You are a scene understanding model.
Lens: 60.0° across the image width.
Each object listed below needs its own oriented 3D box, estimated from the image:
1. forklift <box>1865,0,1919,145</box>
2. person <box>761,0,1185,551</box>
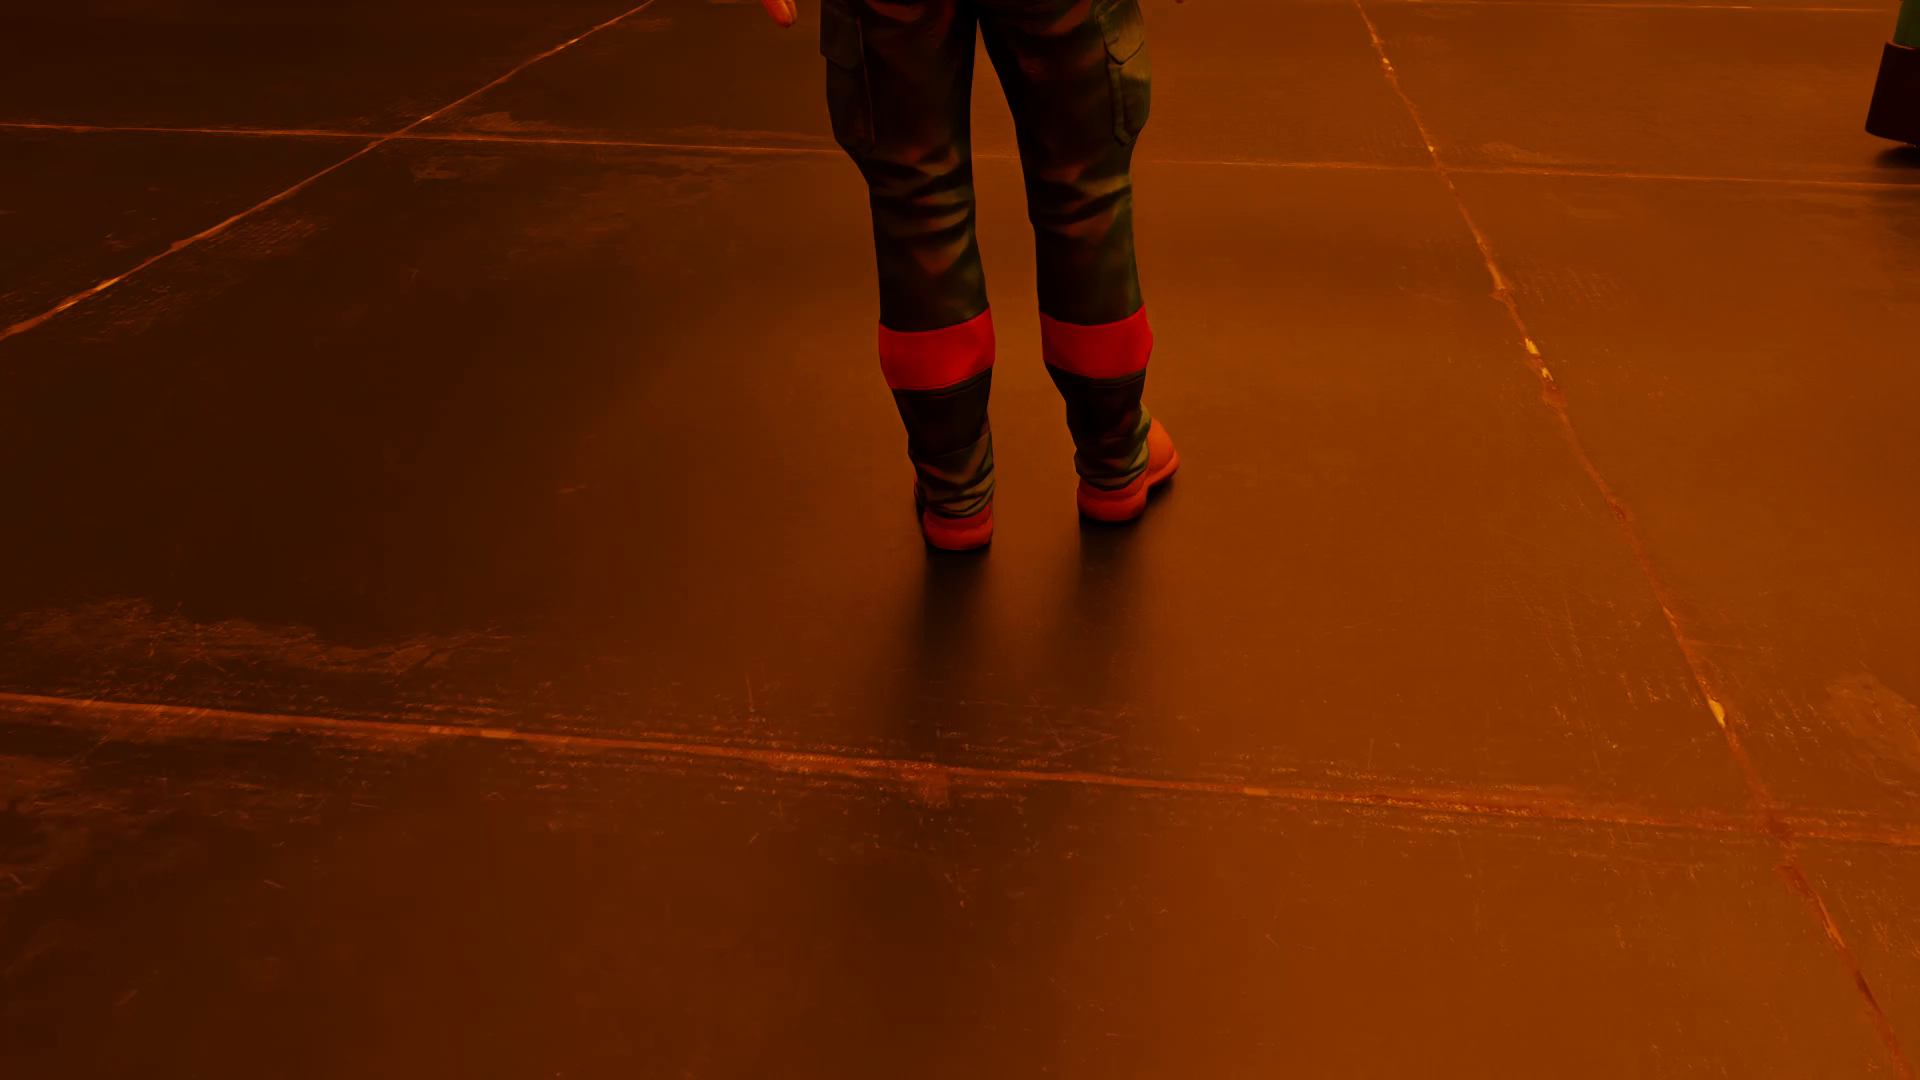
[{"bbox_3d":[4.000,-2.582,4.392,3.031,2.935,1.130,-18,32,-31],"label":"forklift"},{"bbox_3d":[0.023,-0.842,2.168,0.637,1.790,0.562,3,27,7],"label":"person"}]
